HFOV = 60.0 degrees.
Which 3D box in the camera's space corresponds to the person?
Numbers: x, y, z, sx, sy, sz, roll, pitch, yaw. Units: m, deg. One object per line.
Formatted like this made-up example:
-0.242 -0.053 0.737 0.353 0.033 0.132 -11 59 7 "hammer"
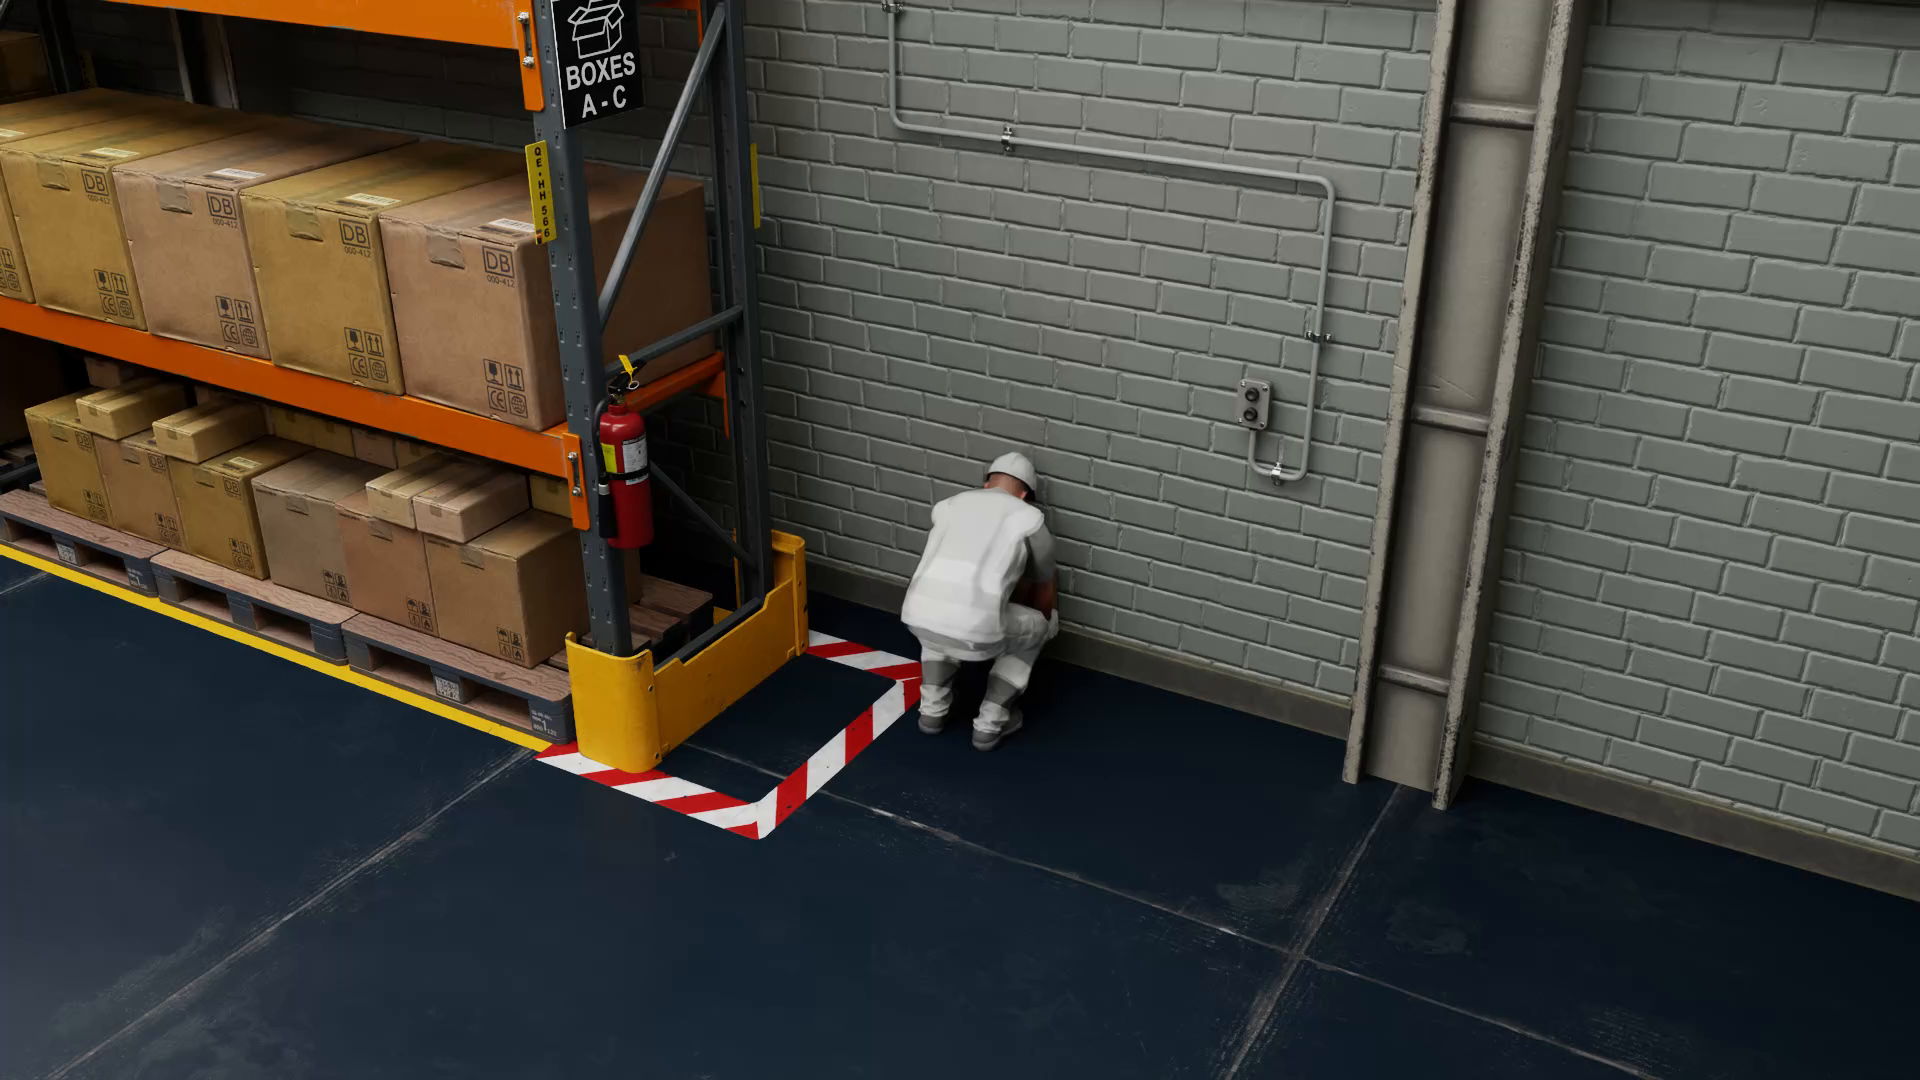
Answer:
0.096 0.238 6.524 0.539 0.981 0.937 12 29 23 "person"
